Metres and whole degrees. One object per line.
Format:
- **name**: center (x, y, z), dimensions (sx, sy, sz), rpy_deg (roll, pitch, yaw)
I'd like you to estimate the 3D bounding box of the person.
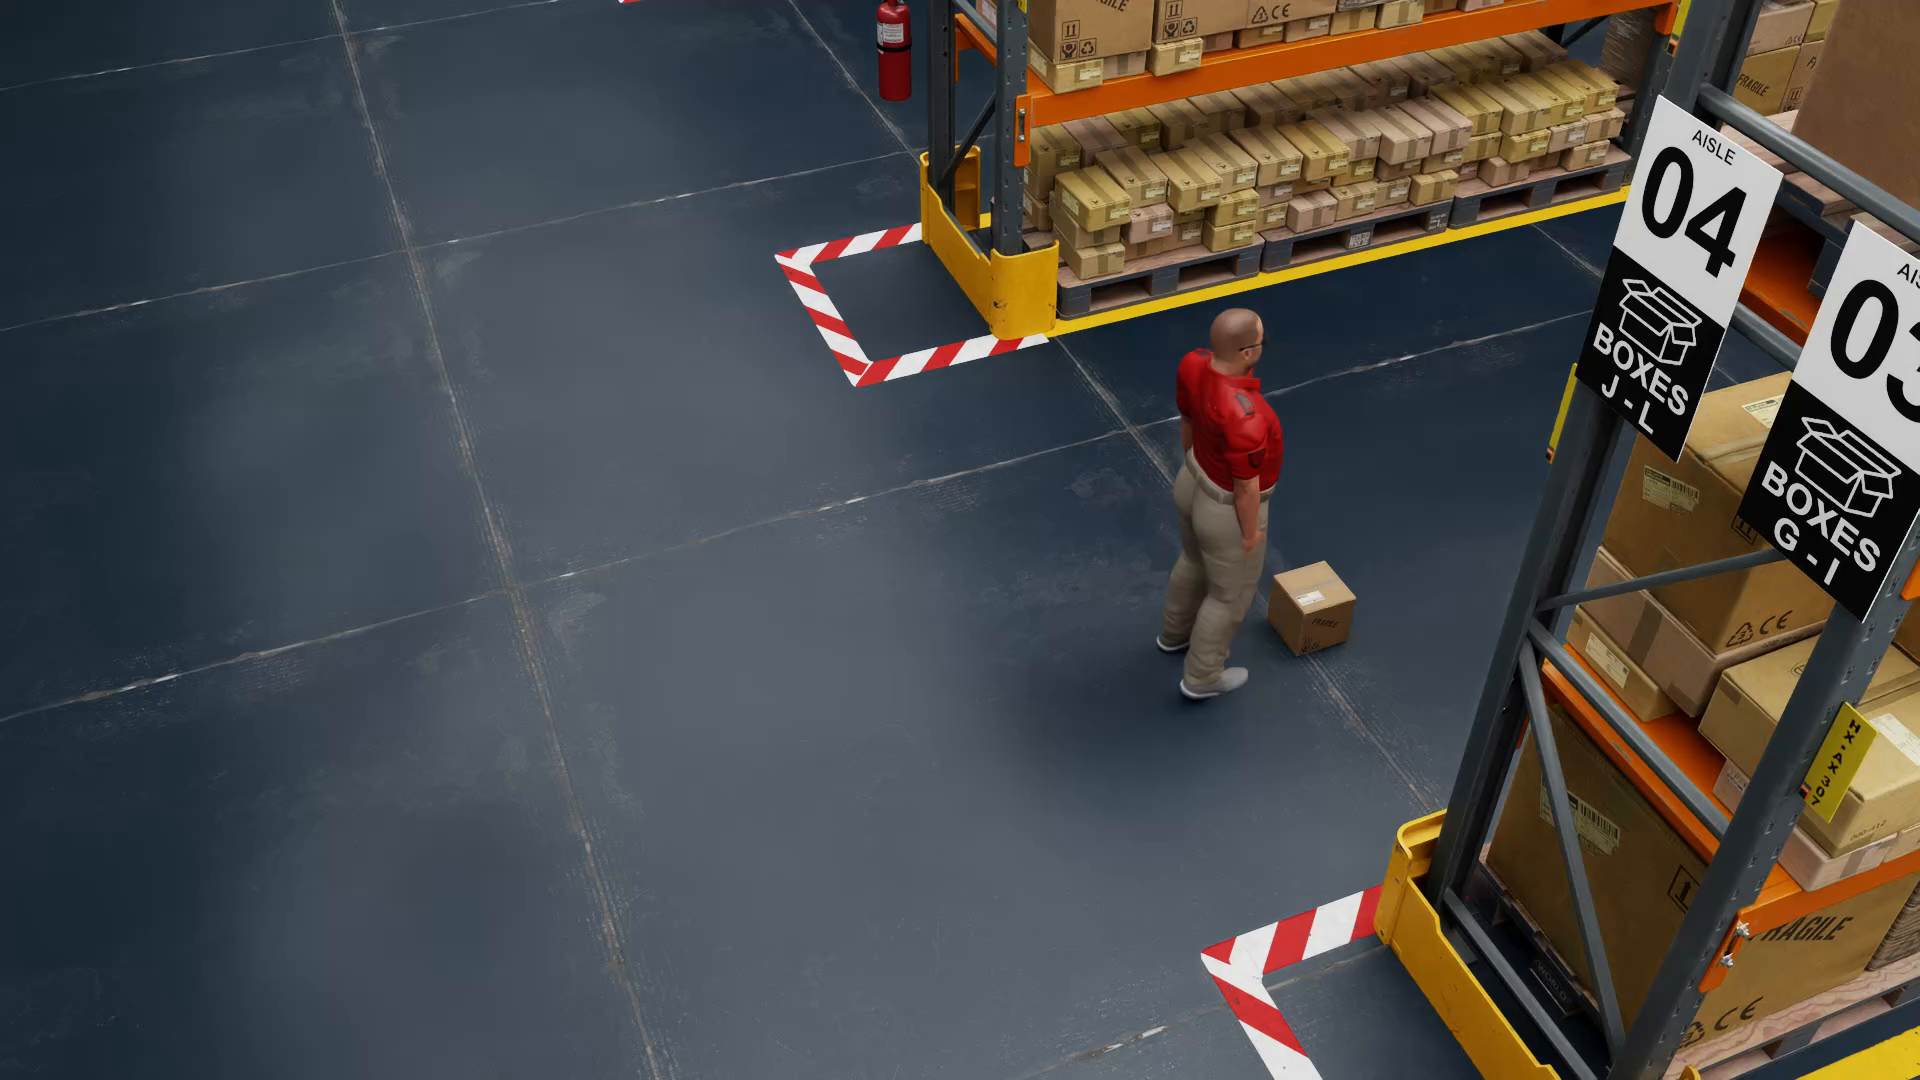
- **person**: center (1.009, -0.145, 6.363), dimensions (0.367, 1.753, 0.527), rpy_deg (-14, 43, -16)
